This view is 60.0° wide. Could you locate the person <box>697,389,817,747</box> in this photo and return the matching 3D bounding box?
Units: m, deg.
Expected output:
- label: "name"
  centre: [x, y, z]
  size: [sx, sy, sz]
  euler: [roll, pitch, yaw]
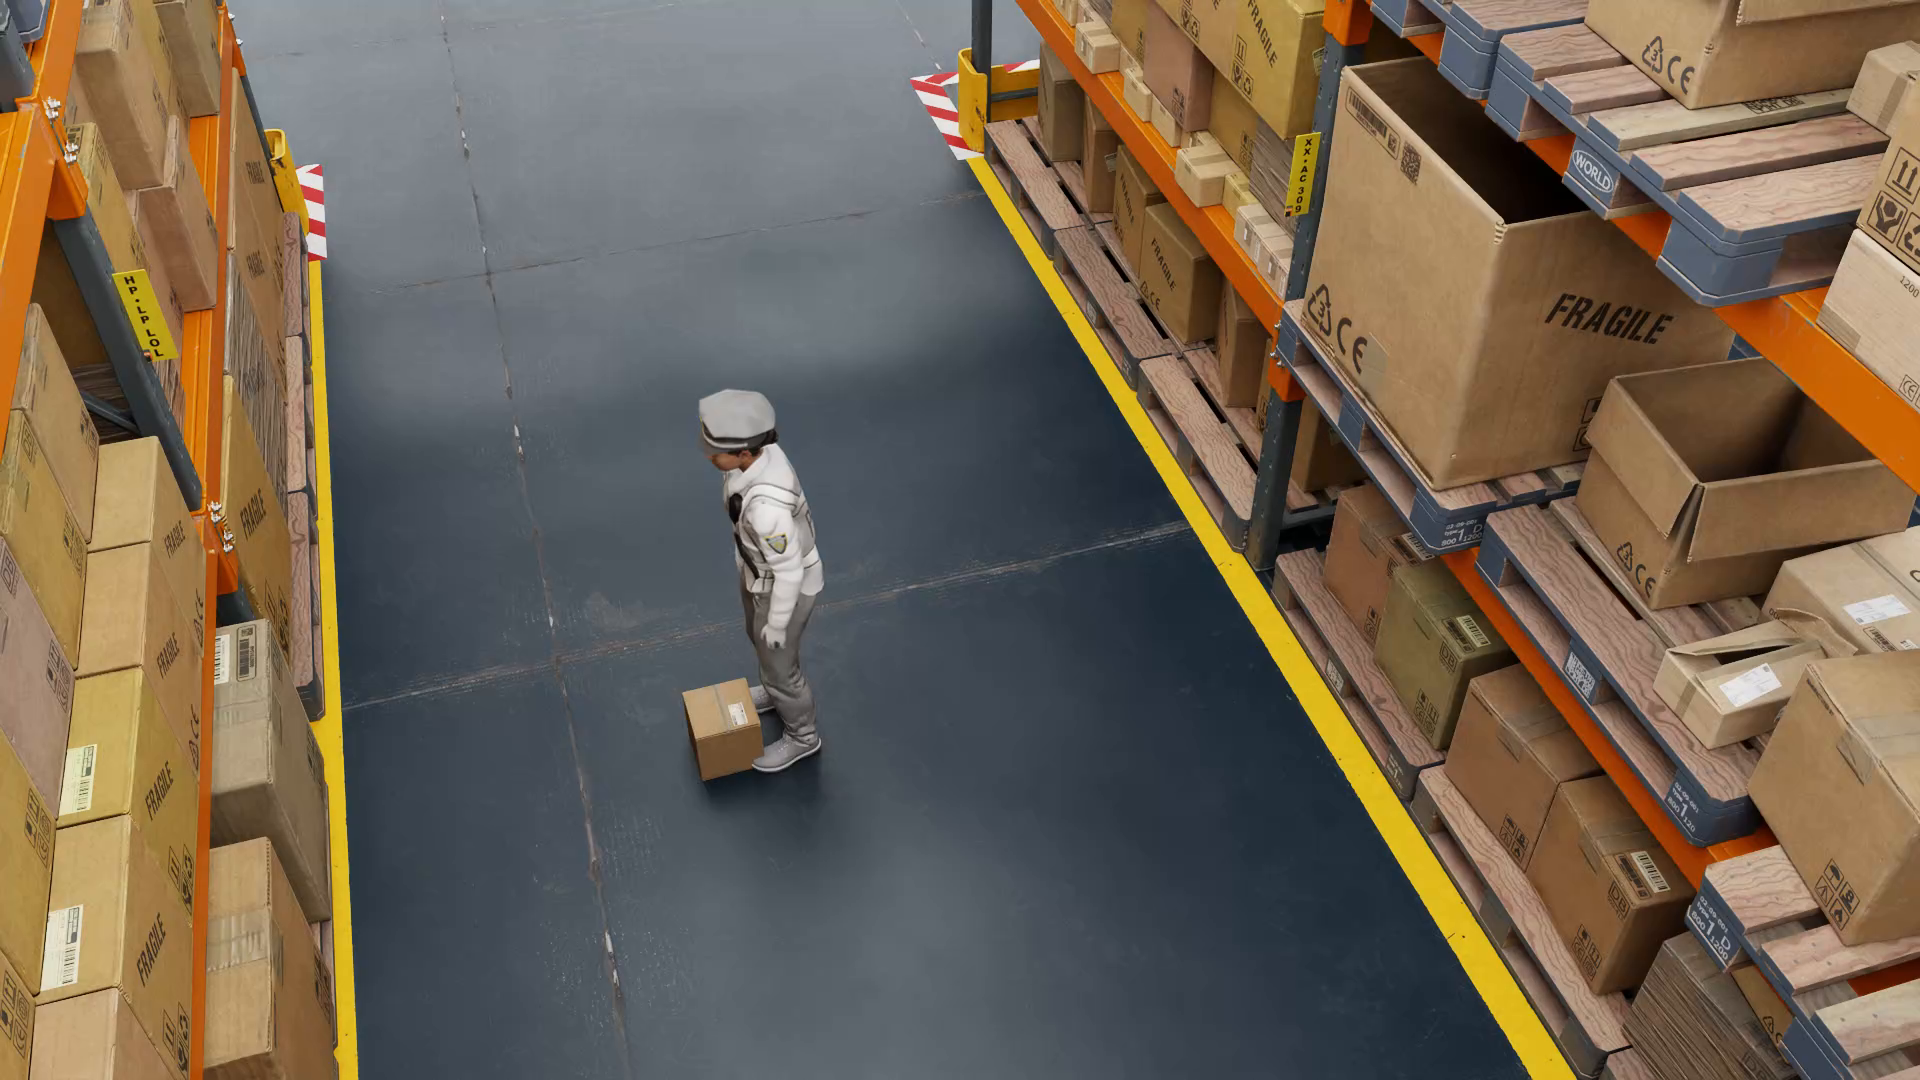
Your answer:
- label: "person"
  centre: [-0.703, 0.132, 5.967]
  size: [0.347, 1.601, 0.507]
  euler: [-12, 44, -13]
